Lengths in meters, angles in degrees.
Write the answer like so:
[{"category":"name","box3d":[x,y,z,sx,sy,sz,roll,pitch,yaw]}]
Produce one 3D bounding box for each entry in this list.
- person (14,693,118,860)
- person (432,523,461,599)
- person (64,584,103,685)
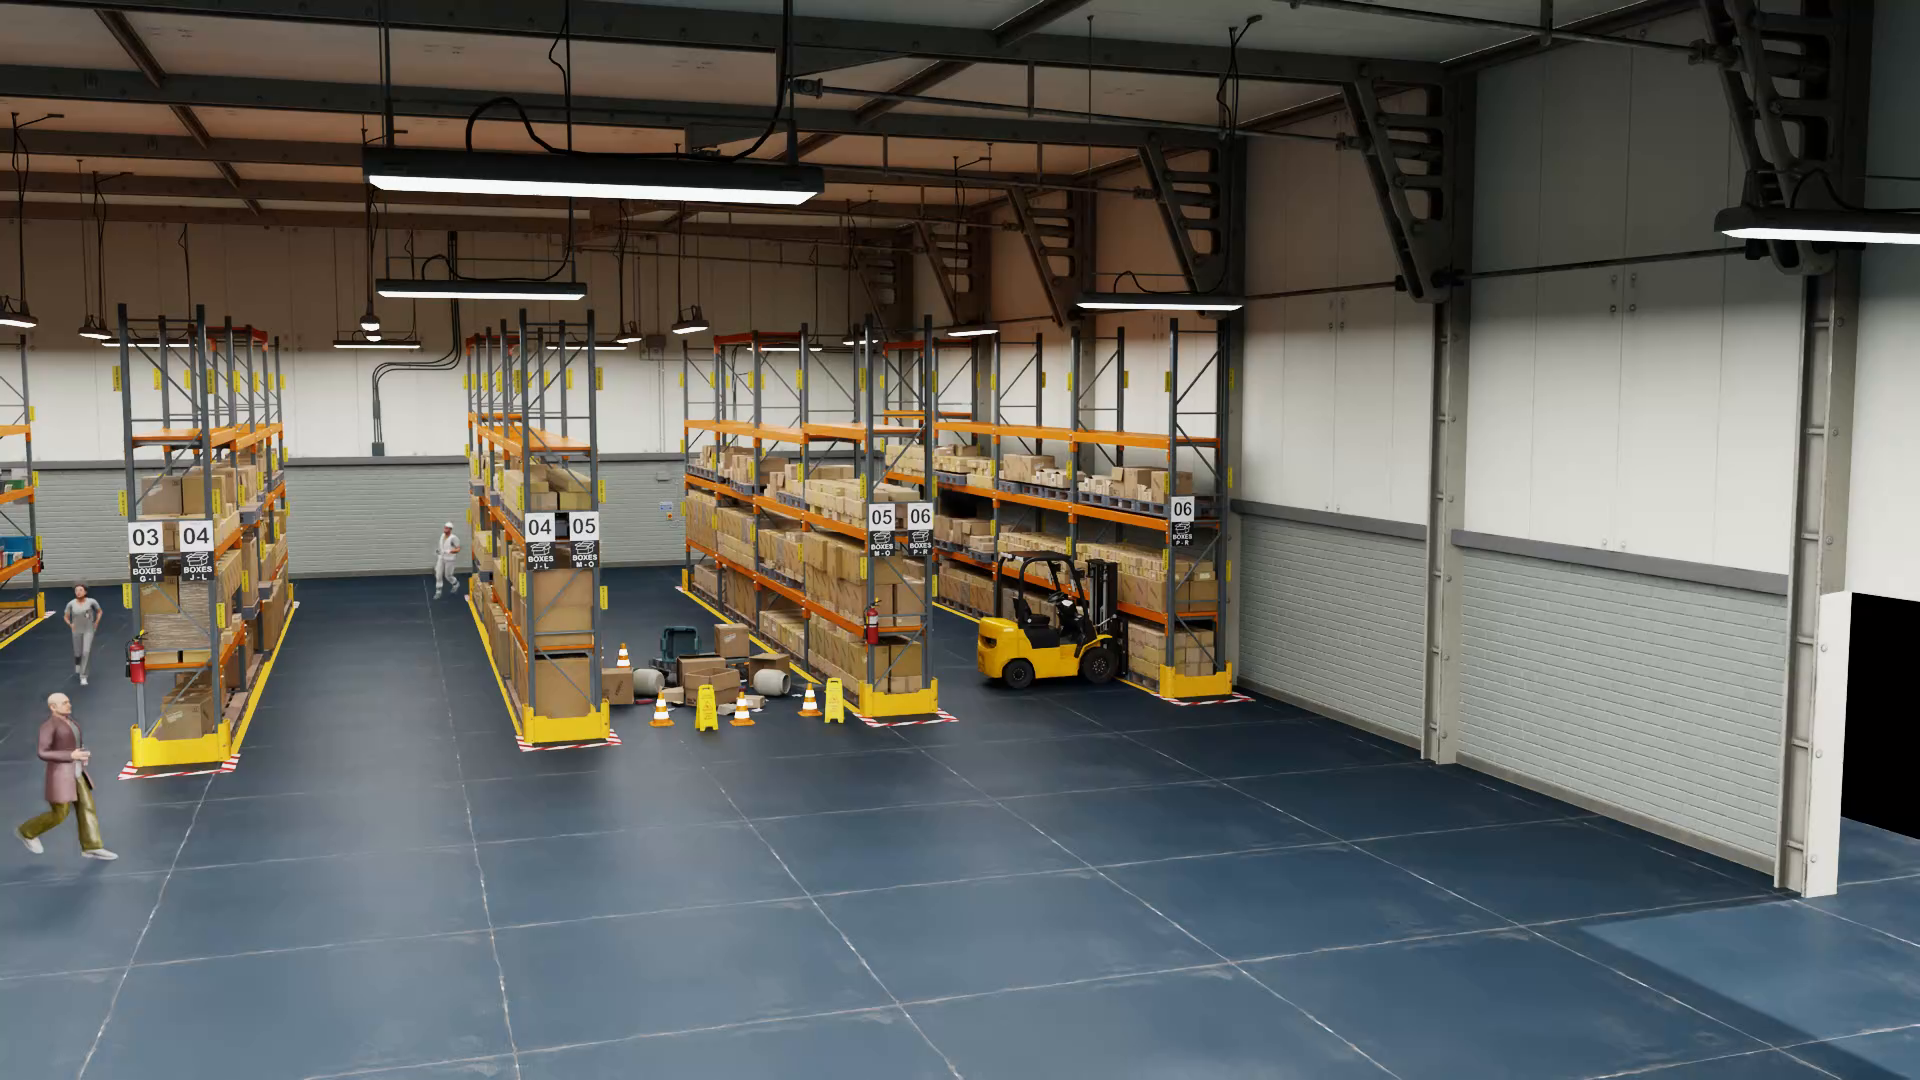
[{"category":"person","box3d":[-9.339,2.468,17.313,1.037,1.776,0.712,0,5,3]},{"category":"person","box3d":[-11.885,0.473,38.711,0.697,1.778,0.888,2,6,25]},{"category":"person","box3d":[-14.672,1.555,27.859,0.575,1.661,0.808,-2,6,-23]}]
